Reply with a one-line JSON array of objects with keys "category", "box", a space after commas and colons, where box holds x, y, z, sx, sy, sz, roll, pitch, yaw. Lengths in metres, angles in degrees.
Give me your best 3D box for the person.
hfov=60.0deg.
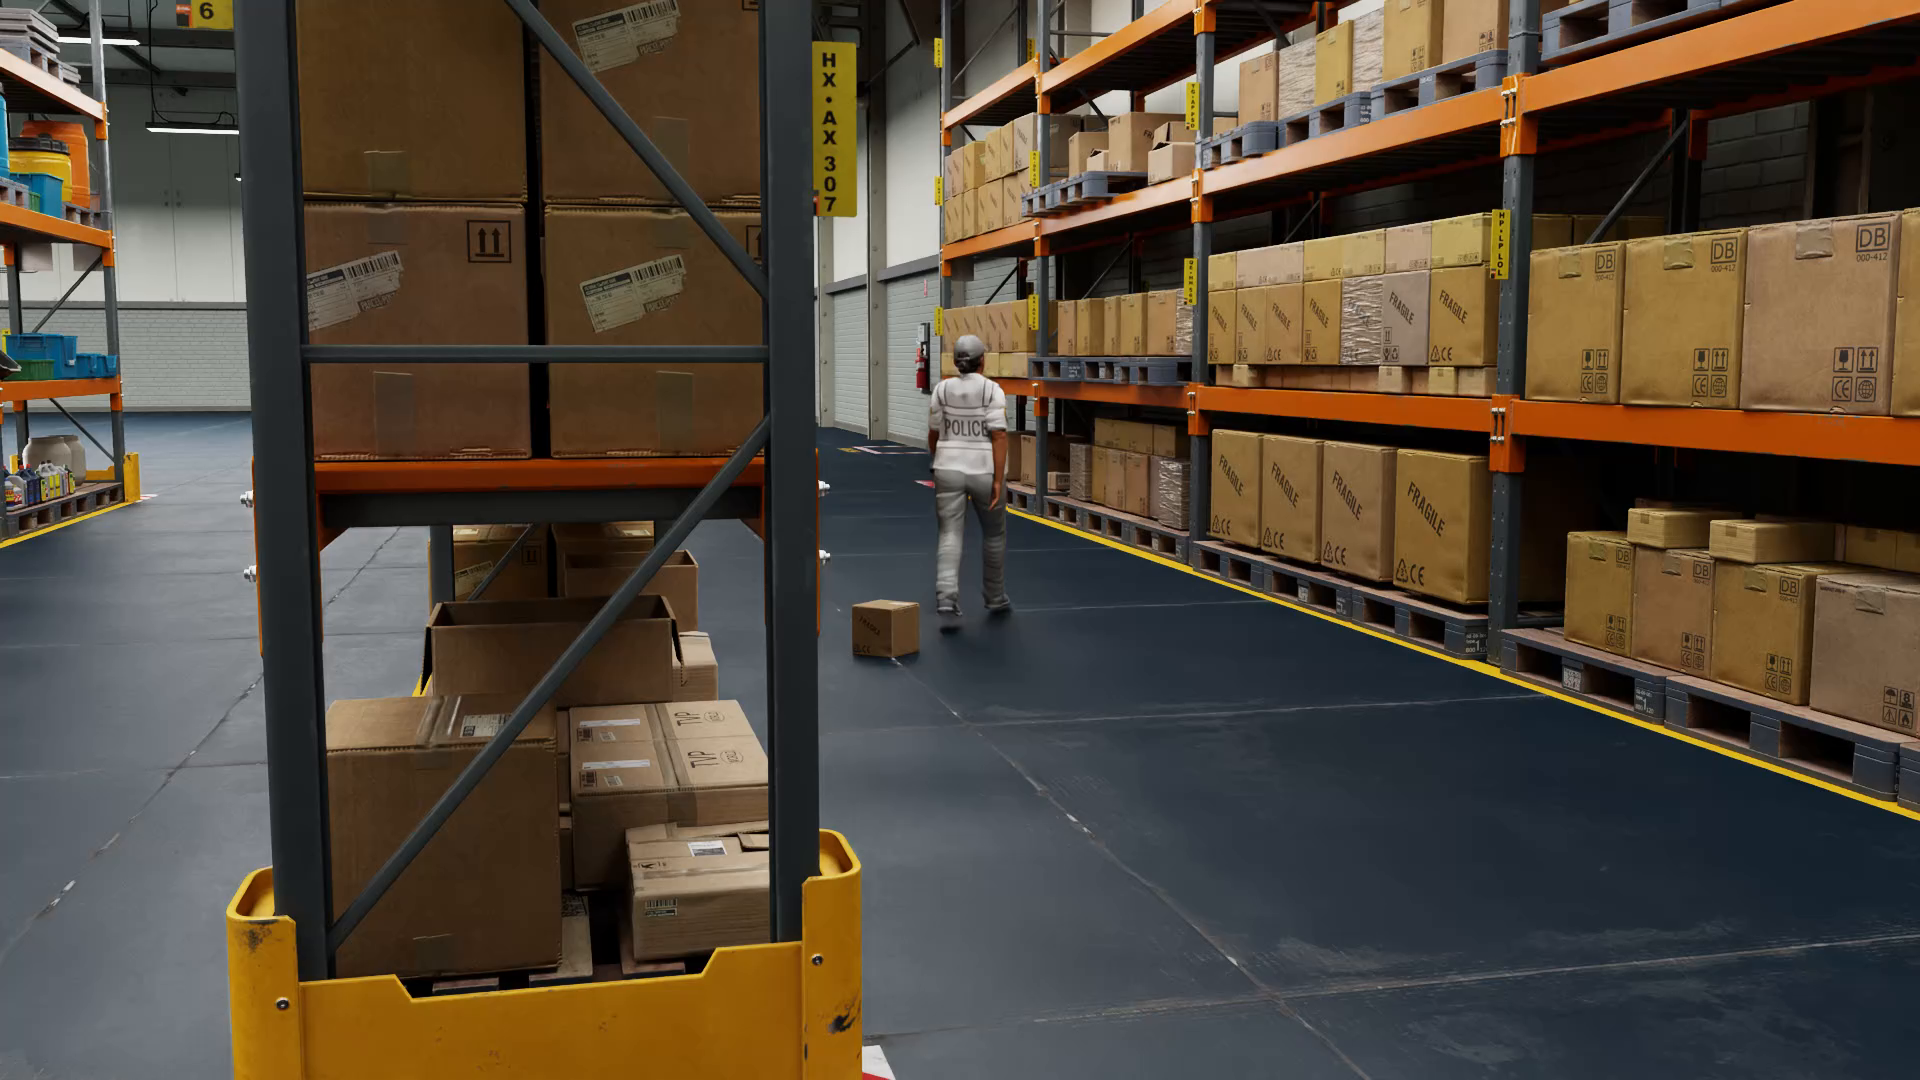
[{"category": "person", "box": [0.051, -0.372, 9.551, 0.478, 1.606, 0.986, 1, 6, 8]}]
